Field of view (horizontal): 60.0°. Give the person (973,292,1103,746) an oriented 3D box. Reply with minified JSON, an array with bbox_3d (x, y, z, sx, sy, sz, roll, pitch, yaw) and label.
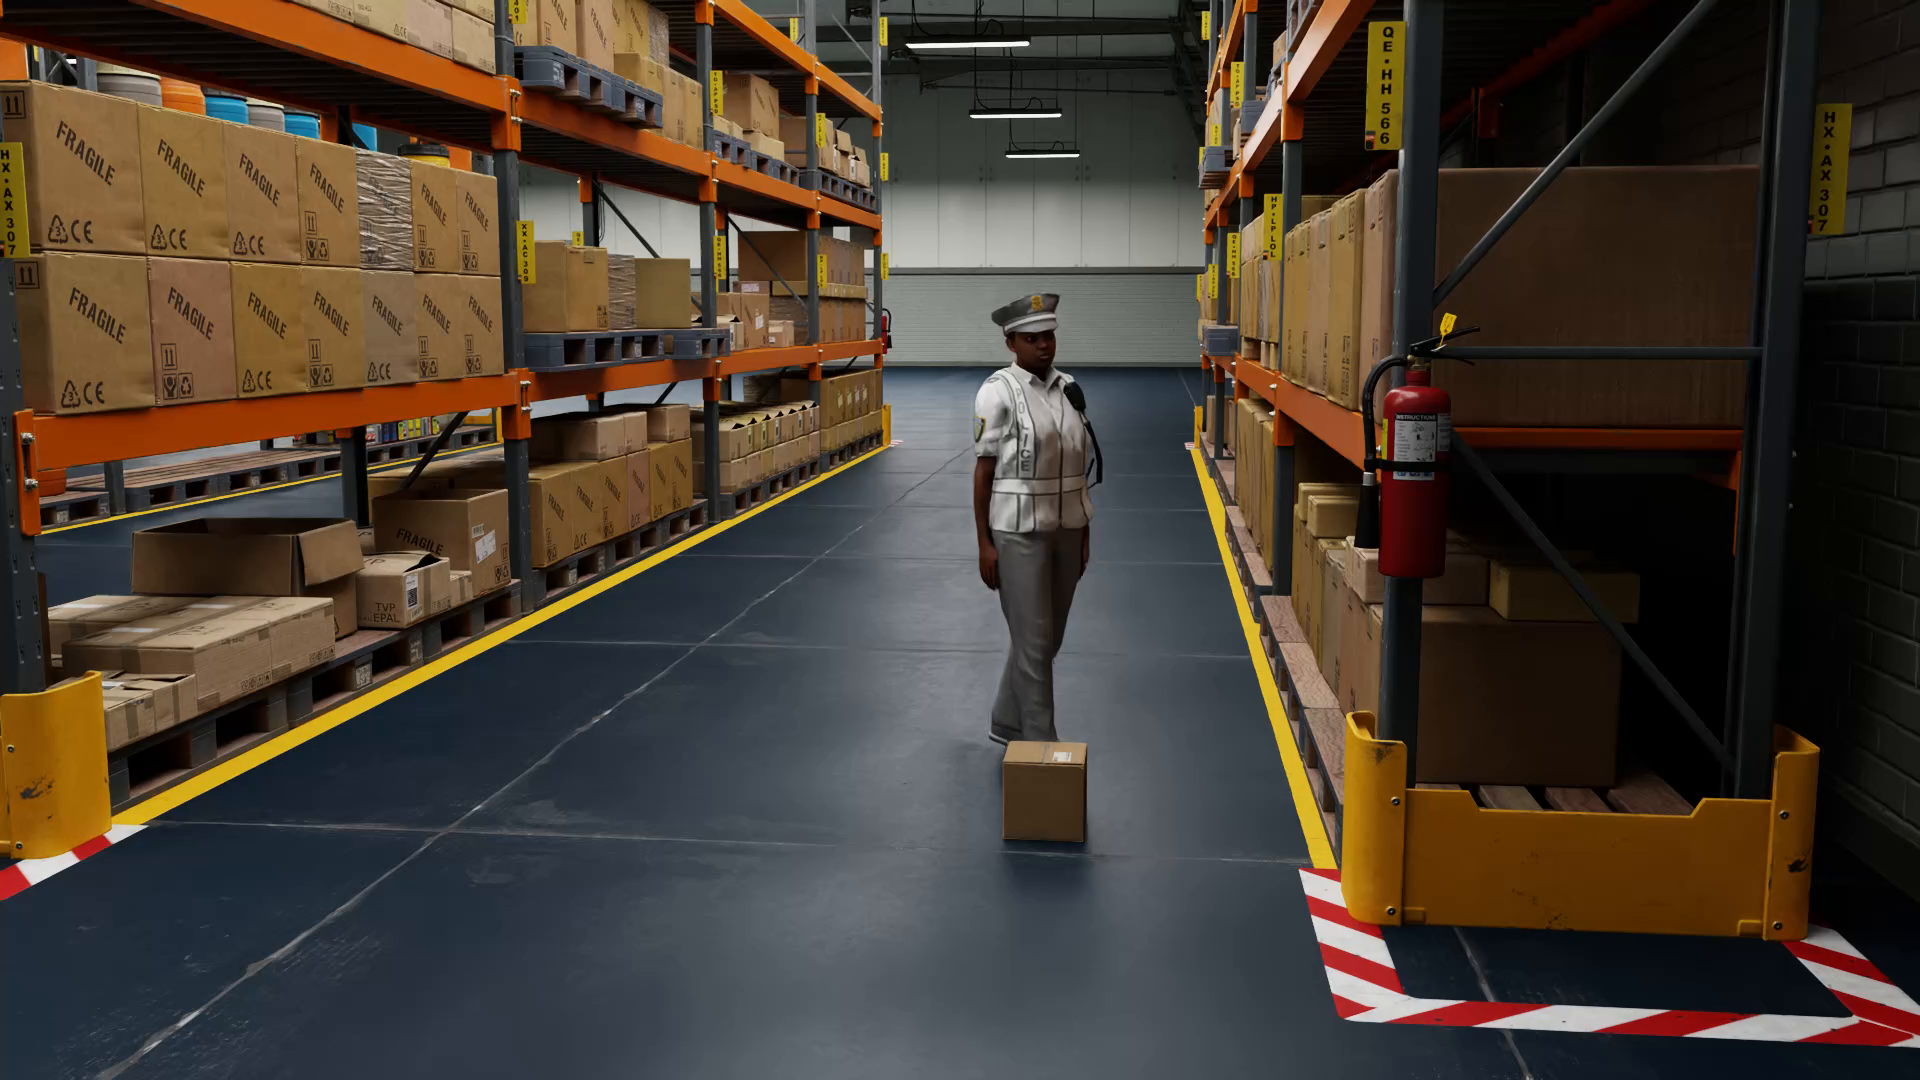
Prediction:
[{"bbox_3d":[0.276,-0.015,5.788,0.445,1.673,0.636,-6,10,-37],"label":"person"}]
